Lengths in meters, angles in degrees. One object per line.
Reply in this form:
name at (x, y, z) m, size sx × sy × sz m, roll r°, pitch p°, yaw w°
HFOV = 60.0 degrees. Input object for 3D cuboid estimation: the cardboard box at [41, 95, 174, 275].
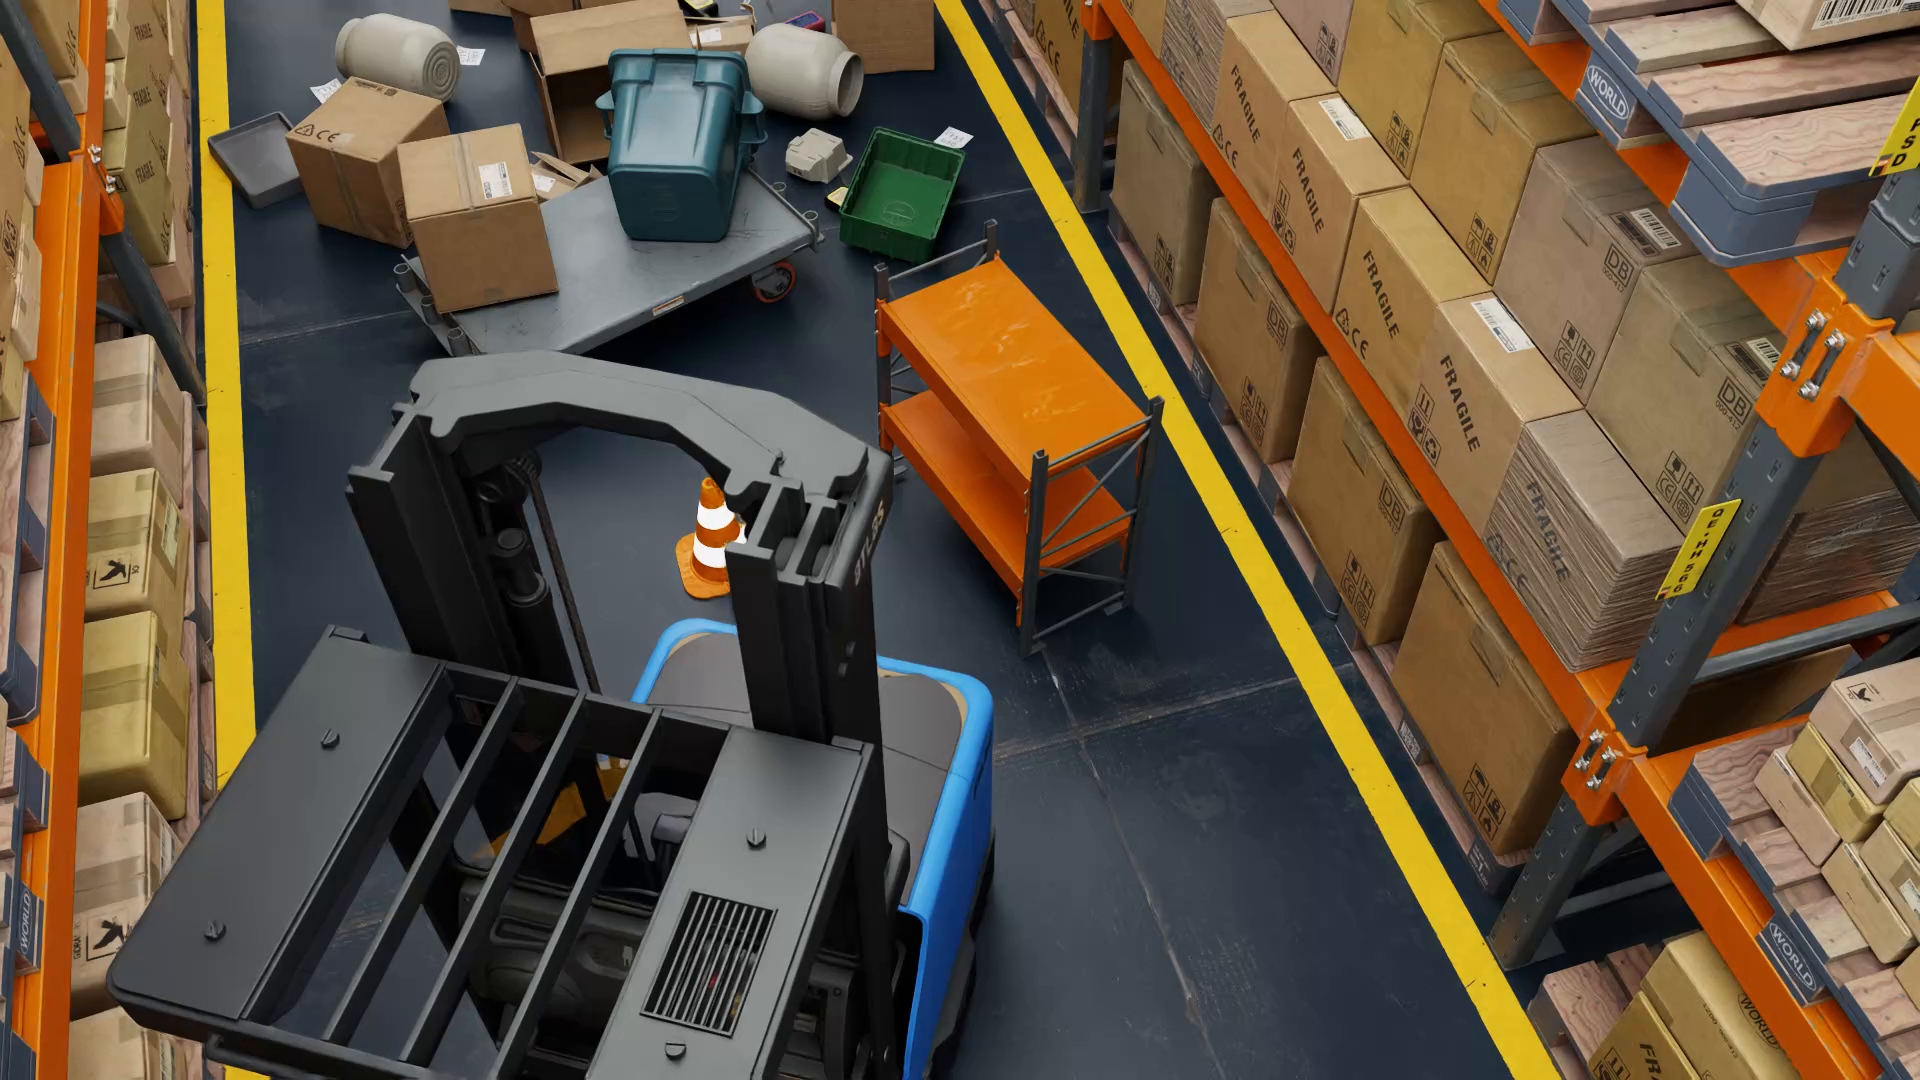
cardboard box at (-3.585, -1.440, 6.825) m, size 0.500 × 0.500 × 0.500 m, roll -11°, pitch 51°, yaw -9°

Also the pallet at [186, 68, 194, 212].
pallet at (-4.265, -1.934, 8.032) m, size 1.003 × 0.211 × 1.213 m, roll -13°, pitch 51°, yaw -11°

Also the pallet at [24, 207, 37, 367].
pallet at (-3.581, -0.804, 5.381) m, size 1.003 × 0.211 × 1.213 m, roll -13°, pitch 51°, yaw -11°

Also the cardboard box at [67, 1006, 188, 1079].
cardboard box at (-2.643, 1.761, 4.537) m, size 0.950 × 0.372 × 0.625 m, roll -16°, pitch 52°, yaw -13°

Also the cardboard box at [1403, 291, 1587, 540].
cardboard box at (1.677, -0.394, 4.844) m, size 0.500 × 0.500 × 0.500 m, roll -13°, pitch 51°, yaw -11°

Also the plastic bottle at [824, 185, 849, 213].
plastic bottle at (-0.493, -1.564, 7.818) m, size 0.283 × 0.061 × 0.133 m, roll 35°, pitch 58°, yaw 26°

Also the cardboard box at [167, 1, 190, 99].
cardboard box at (-4.050, -2.337, 8.072) m, size 0.500 × 0.250 × 0.500 m, roll -15°, pitch 51°, yaw -12°

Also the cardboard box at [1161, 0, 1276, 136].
cardboard box at (1.079, -1.869, 6.088) m, size 0.500 × 0.500 × 0.500 m, roll -13°, pitch 51°, yaw -11°

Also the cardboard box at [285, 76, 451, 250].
cardboard box at (-2.686, -1.743, 7.680) m, size 0.500 × 0.500 × 0.500 m, roll 18°, pitch 52°, yaw 14°

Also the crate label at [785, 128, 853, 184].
crate label at (-0.698, -1.854, 8.013) m, size 0.250 × 0.136 × 0.298 m, roll 26°, pitch 55°, yaw 20°

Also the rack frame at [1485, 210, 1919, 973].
rack frame at (2.213, 0.271, 4.349) m, size 1.000 × 3.000 × 0.127 m, roll -13°, pitch 51°, yaw -11°

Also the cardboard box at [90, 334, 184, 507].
cardboard box at (-3.511, -0.363, 6.328) m, size 0.950 × 0.372 × 0.625 m, roll -13°, pitch 51°, yaw -11°

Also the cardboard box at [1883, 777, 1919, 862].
cardboard box at (2.247, 0.602, 3.571) m, size 0.380 × 0.149 × 0.250 m, roll -15°, pitch 51°, yaw -12°

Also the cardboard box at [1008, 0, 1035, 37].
cardboard box at (0.641, -3.233, 8.419) m, size 0.875 × 0.875 × 0.875 m, roll -13°, pitch 51°, yaw -11°

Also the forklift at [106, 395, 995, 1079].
forklift at (-0.752, 1.179, 3.687) m, size 1.129 × 2.843 × 3.031 m, roll 11°, pitch 51°, yaw 9°

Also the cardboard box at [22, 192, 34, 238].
cardboard box at (-3.192, -1.002, 5.312) m, size 0.380 × 0.149 × 0.250 m, roll -15°, pitch 51°, yaw -12°

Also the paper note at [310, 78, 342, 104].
paper note at (-3.202, -2.283, 8.444) m, size 0.142 × 0.019 × 0.148 m, roll -30°, pitch 56°, yaw -23°

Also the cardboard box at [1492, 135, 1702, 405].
cardboard box at (1.939, -0.783, 4.518) m, size 0.700 × 0.500 × 0.500 m, roll -14°, pitch 51°, yaw -12°

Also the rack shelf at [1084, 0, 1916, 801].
rack shelf at (1.622, -0.958, 5.856) m, size 1.077 × 0.370 × 4.000 m, roll -13°, pitch 51°, yaw -11°

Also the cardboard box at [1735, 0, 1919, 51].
cardboard box at (1.826, -1.176, 3.420) m, size 0.380 × 0.166 × 0.250 m, roll -13°, pitch 51°, yaw -11°

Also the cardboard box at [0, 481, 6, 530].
cardboard box at (-2.836, -0.061, 4.519) m, size 0.380 × 0.149 × 0.250 m, roll -12°, pitch 51°, yaw -10°

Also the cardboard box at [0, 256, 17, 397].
cardboard box at (-3.018, -0.695, 4.629) m, size 0.500 × 0.500 × 0.500 m, roll -12°, pitch 51°, yaw -10°

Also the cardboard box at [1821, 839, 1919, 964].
cardboard box at (2.232, 0.785, 3.805) m, size 0.380 × 0.149 × 0.250 m, roll -11°, pitch 51°, yaw -9°

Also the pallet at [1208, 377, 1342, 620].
pallet at (-0.315, 1.322, 5.287) m, size 6.107 × 0.211 × 4.108 m, roll -13°, pitch 51°, yaw -11°

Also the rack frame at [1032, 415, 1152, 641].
rack frame at (0.441, -0.016, 5.817) m, size 0.475 × 0.981 × 0.013 m, roll -25°, pitch 56°, yaw -20°

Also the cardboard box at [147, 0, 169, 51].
cardboard box at (-4.065, -2.593, 7.797) m, size 0.500 × 0.500 × 0.500 m, roll -14°, pitch 51°, yaw -12°

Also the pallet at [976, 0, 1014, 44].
pallet at (0.516, -3.217, 9.114) m, size 1.003 × 0.211 × 1.213 m, roll -13°, pitch 51°, yaw -11°

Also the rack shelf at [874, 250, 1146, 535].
rack shelf at (0.180, -0.540, 5.855) m, size 0.538 × 0.278 × 1.000 m, roll -25°, pitch 56°, yaw -20°

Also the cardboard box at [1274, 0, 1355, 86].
cardboard box at (1.486, -1.899, 5.459) m, size 0.700 × 0.500 × 0.500 m, roll -13°, pitch 51°, yaw -11°

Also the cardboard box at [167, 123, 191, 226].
cardboard box at (-3.754, -1.586, 7.438) m, size 0.500 × 0.250 × 0.500 m, roll -11°, pitch 51°, yaw -9°

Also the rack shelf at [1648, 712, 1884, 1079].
rack shelf at (2.805, 1.878, 3.291) m, size 0.919 × 0.052 × 3.809 m, roll -13°, pitch 51°, yaw -11°

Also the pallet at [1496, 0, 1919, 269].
pallet at (1.972, -1.093, 3.661) m, size 1.213 × 0.211 × 1.003 m, roll -11°, pitch 51°, yaw -9°

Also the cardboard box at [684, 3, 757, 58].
cardboard box at (-1.238, -2.608, 8.565) m, size 0.396 × 0.266 × 0.258 m, roll -6°, pitch 50°, yaw -5°

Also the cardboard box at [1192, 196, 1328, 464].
cardboard box at (1.581, -0.922, 6.552) m, size 1.050 × 0.750 × 0.750 m, roll -13°, pitch 51°, yaw -11°

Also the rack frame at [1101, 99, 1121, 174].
rack frame at (1.033, -2.651, 6.813) m, size 0.949 × 2.616 × 0.053 m, roll -13°, pitch 51°, yaw -11°

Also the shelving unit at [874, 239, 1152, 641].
shelving unit at (0.175, -0.358, 6.084) m, size 0.538 × 0.981 × 1.030 m, roll -25°, pitch 56°, yaw -20°

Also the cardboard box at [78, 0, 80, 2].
cardboard box at (-3.727, -2.227, 6.620) m, size 0.380 × 0.149 × 0.250 m, roll -12°, pitch 51°, yaw -10°

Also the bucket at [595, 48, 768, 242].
bucket at (-1.212, -1.663, 7.127) m, size 0.726 × 0.611 × 0.620 m, roll 2°, pitch 60°, yaw 2°
